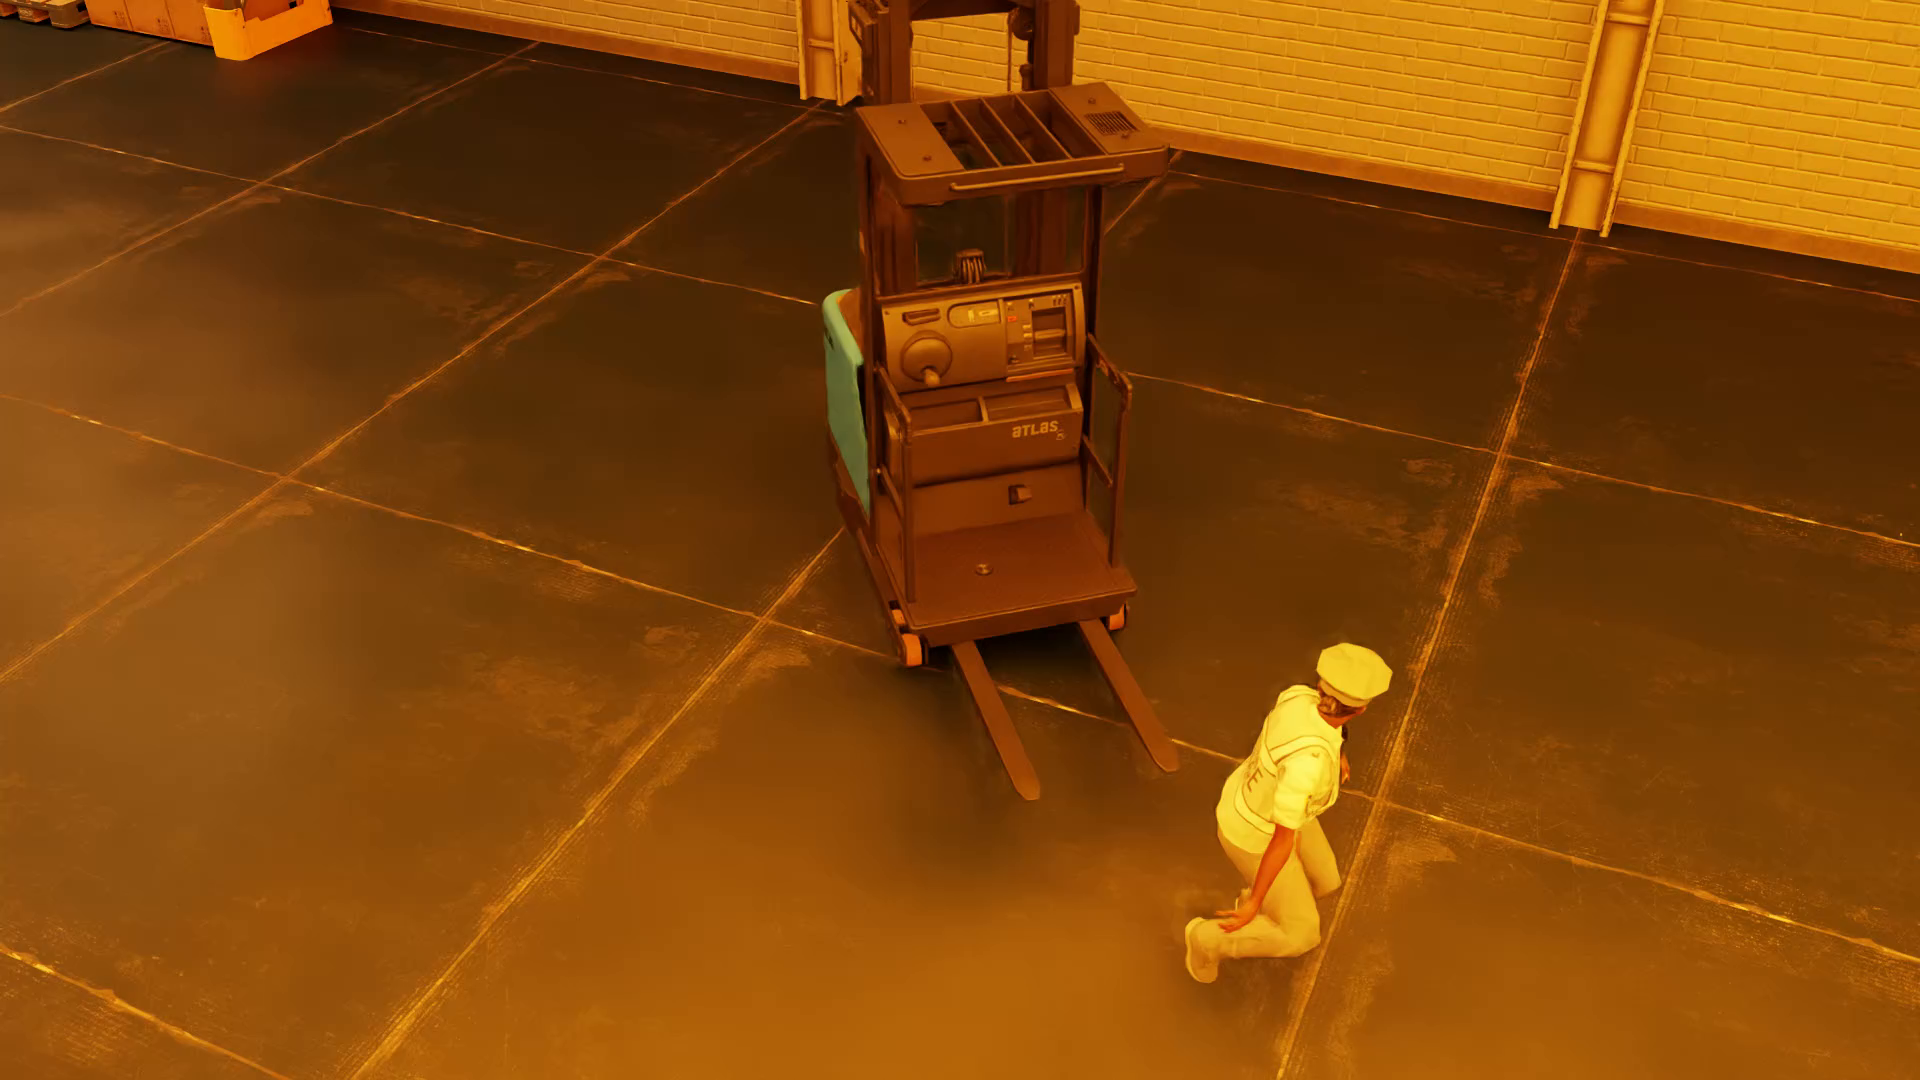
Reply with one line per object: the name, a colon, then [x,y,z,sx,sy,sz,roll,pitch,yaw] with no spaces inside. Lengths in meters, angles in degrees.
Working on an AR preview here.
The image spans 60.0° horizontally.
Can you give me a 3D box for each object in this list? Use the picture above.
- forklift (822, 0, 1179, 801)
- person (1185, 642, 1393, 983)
forklift: [0.172,-0.853,7.282,1.130,2.935,3.031,-9,37,-13]
person: [1.135,1.038,5.916,0.540,1.502,0.876,13,38,18]
